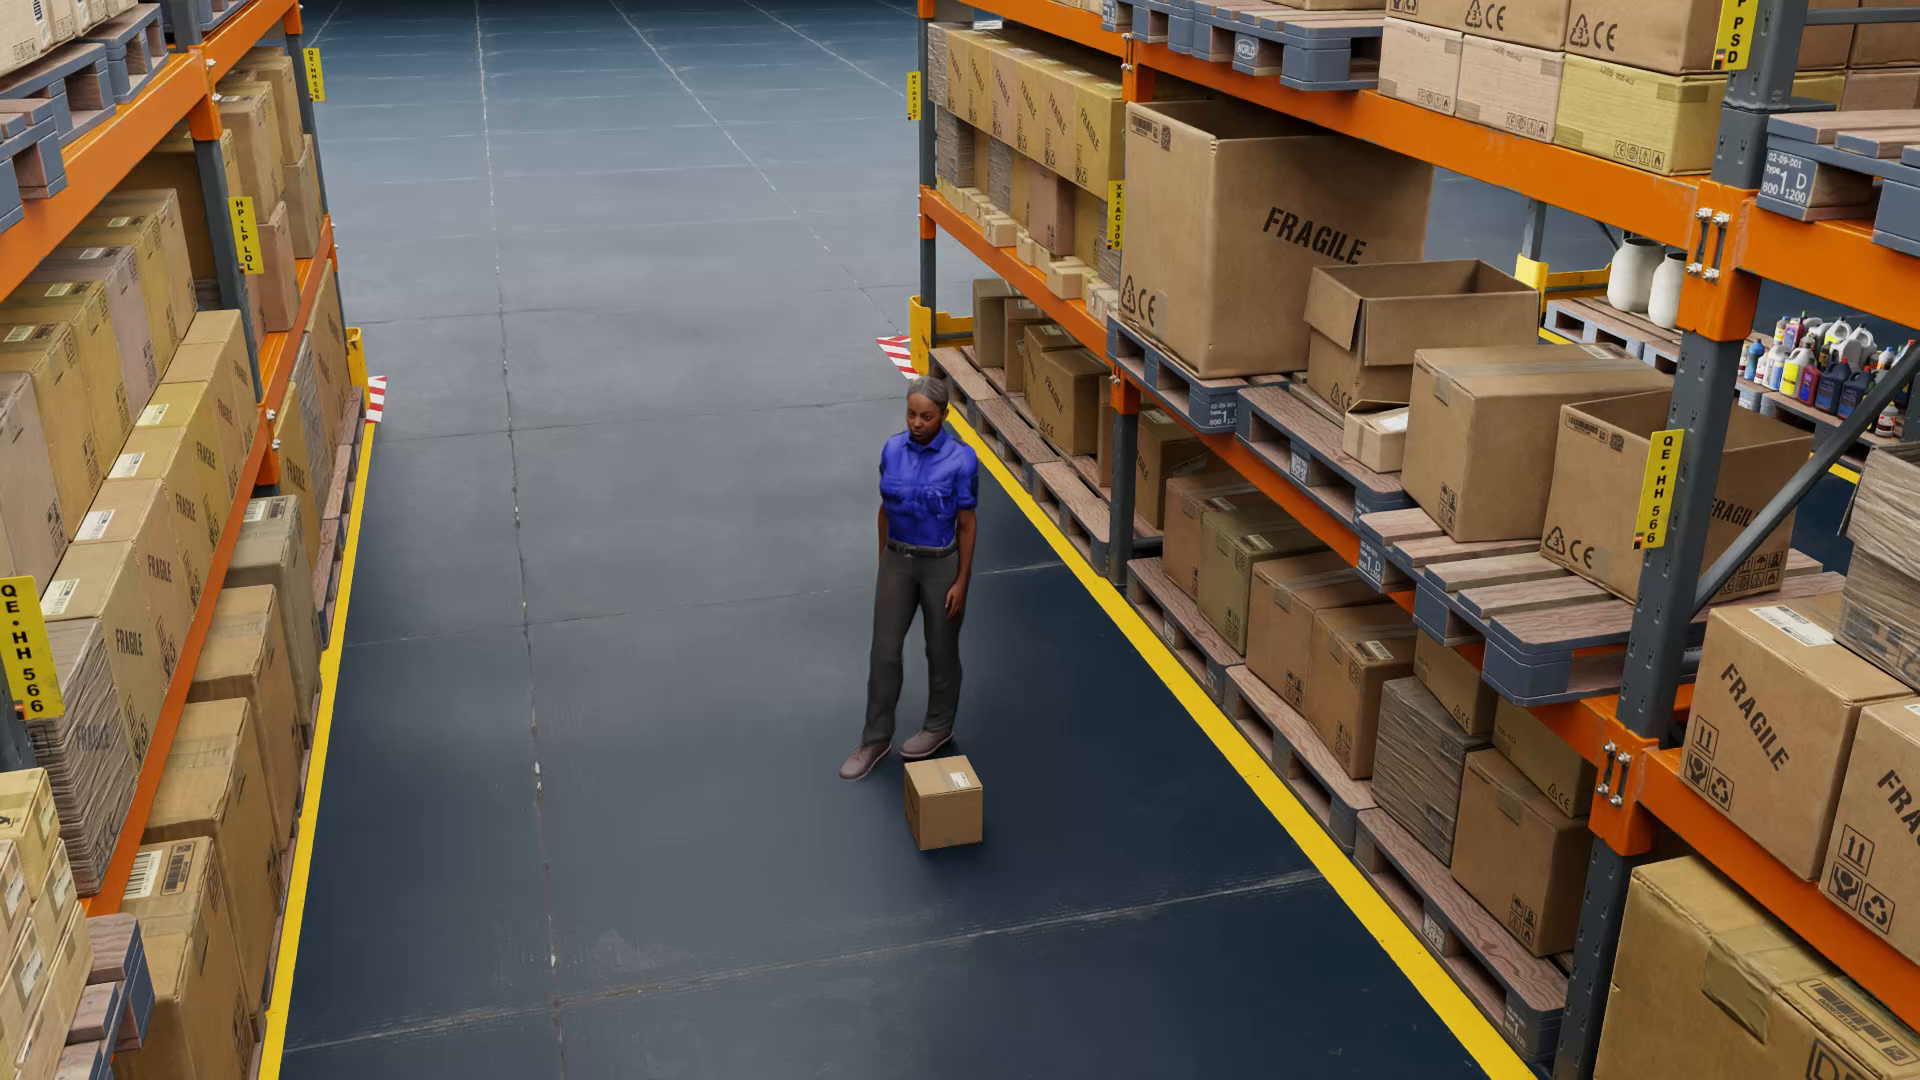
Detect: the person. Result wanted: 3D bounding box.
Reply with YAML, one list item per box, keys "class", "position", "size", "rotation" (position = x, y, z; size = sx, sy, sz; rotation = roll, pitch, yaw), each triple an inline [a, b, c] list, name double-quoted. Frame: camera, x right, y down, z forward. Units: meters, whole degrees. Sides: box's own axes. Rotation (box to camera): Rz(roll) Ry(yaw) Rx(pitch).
- class: "person"
  position: [-0.207, 0.172, 6.709]
  size: [0.491, 1.681, 0.514]
  rotation: [8, 24, 18]
